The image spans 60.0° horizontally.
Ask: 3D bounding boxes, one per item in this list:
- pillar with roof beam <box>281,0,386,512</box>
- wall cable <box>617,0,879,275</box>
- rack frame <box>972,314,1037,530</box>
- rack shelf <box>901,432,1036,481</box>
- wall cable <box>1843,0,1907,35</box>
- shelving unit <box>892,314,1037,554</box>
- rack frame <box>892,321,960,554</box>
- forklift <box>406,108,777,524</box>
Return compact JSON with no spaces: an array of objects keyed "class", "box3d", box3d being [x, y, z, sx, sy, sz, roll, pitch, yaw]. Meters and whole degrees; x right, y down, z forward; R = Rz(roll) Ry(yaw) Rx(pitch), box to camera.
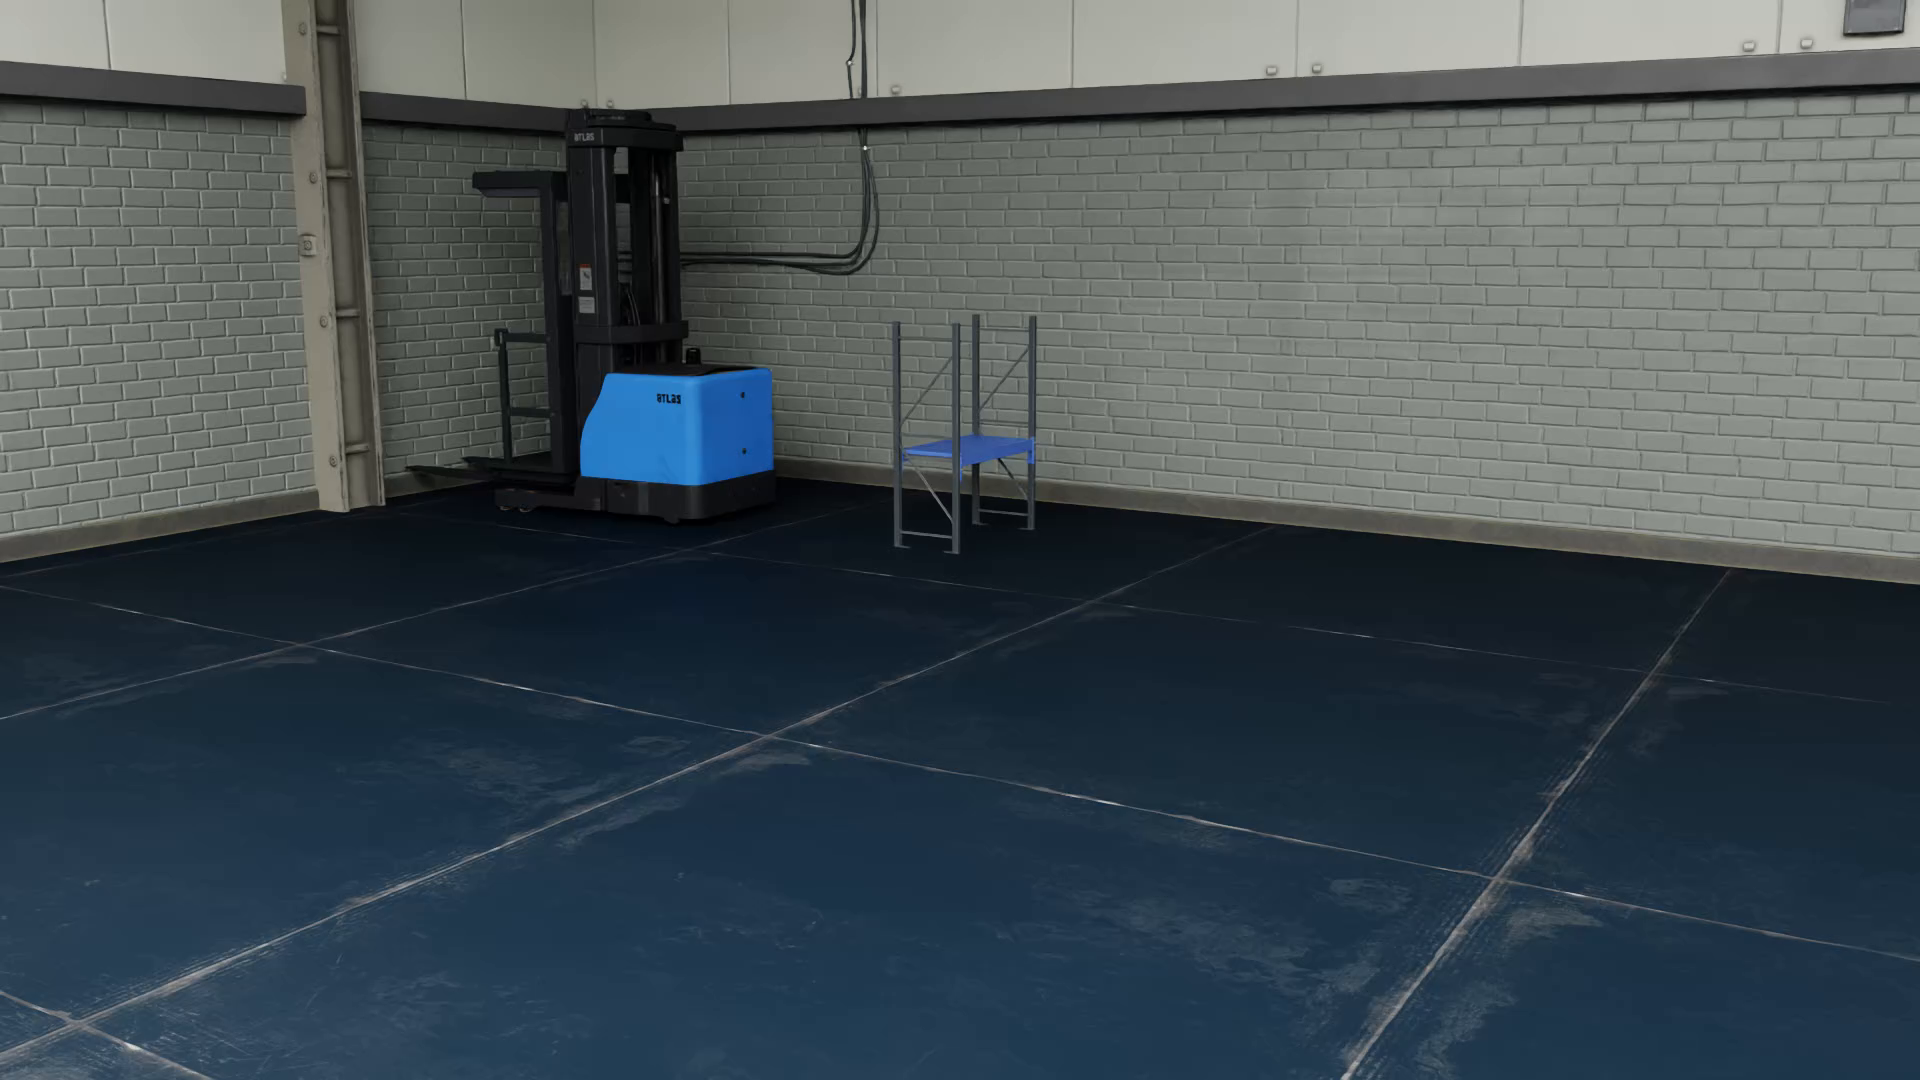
[{"class":"pillar with roof beam","box3d":[-0.971,-4.264,9.692,9.100,9.000,0.400,6,12,31]},{"class":"wall cable","box3d":[-1.991,-3.486,13.974,3.097,2.526,0.112,6,12,31]},{"class":"rack frame","box3d":[0.308,-0.831,11.729,0.500,1.500,0.032,6,12,31]},{"class":"rack shelf","box3d":[0.044,-0.574,11.335,0.538,0.185,1.000,6,12,31]},{"class":"wall cable","box3d":[6.115,-5.775,8.518,2.305,6.003,0.169,6,12,31]},{"class":"shelving unit","box3d":[0.044,-0.751,11.302,0.538,1.500,1.048,6,12,31]},{"class":"rack frame","box3d":[-0.220,-0.671,10.875,0.500,1.500,0.032,6,12,31]},{"class":"forklift","box3d":[-2.932,-1.725,12.616,3.031,2.935,1.130,6,12,28]}]
